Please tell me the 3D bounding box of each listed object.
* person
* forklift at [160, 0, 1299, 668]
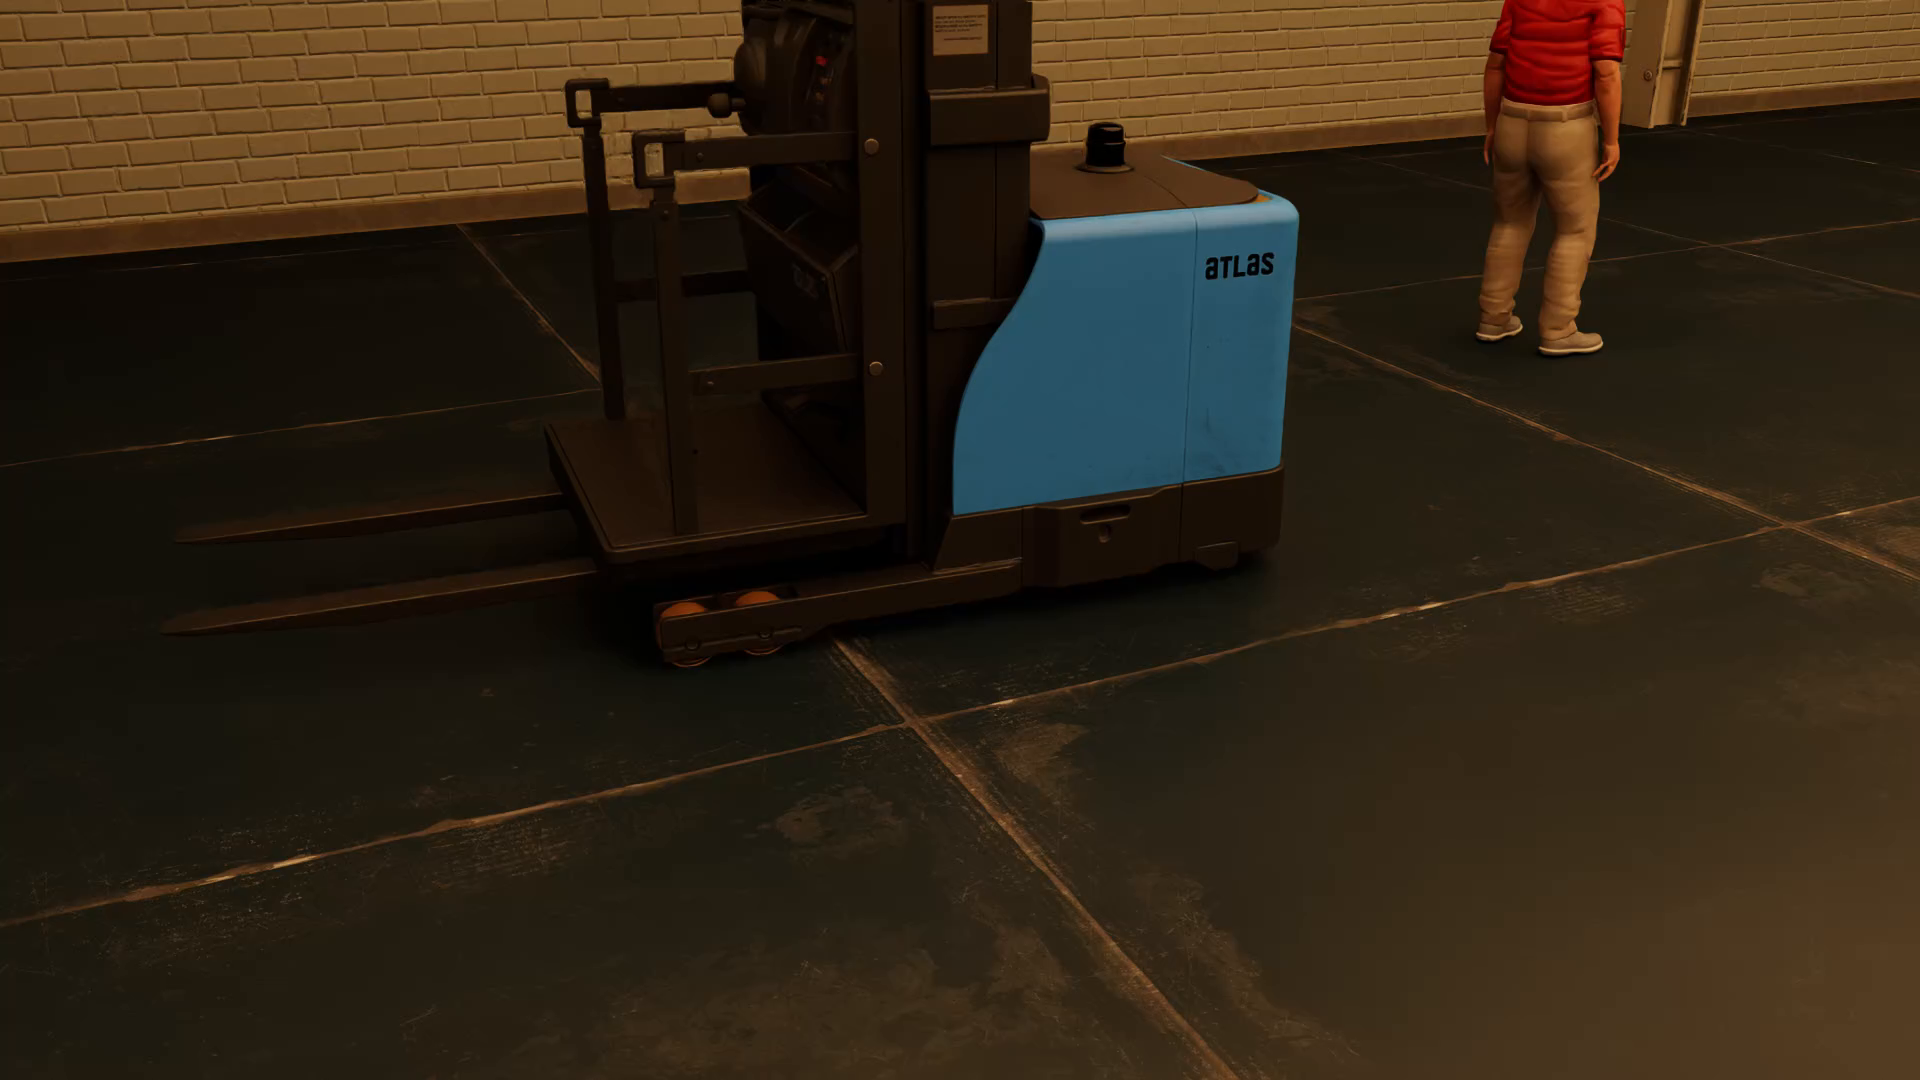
[{"bbox_3d":[2.415,-1.641,6.807,0.396,1.725,0.585,-20,30,-39],"label":"person"},{"bbox_3d":[-0.624,-1.252,4.299,3.031,2.935,1.130,-8,24,-19],"label":"forklift"}]
